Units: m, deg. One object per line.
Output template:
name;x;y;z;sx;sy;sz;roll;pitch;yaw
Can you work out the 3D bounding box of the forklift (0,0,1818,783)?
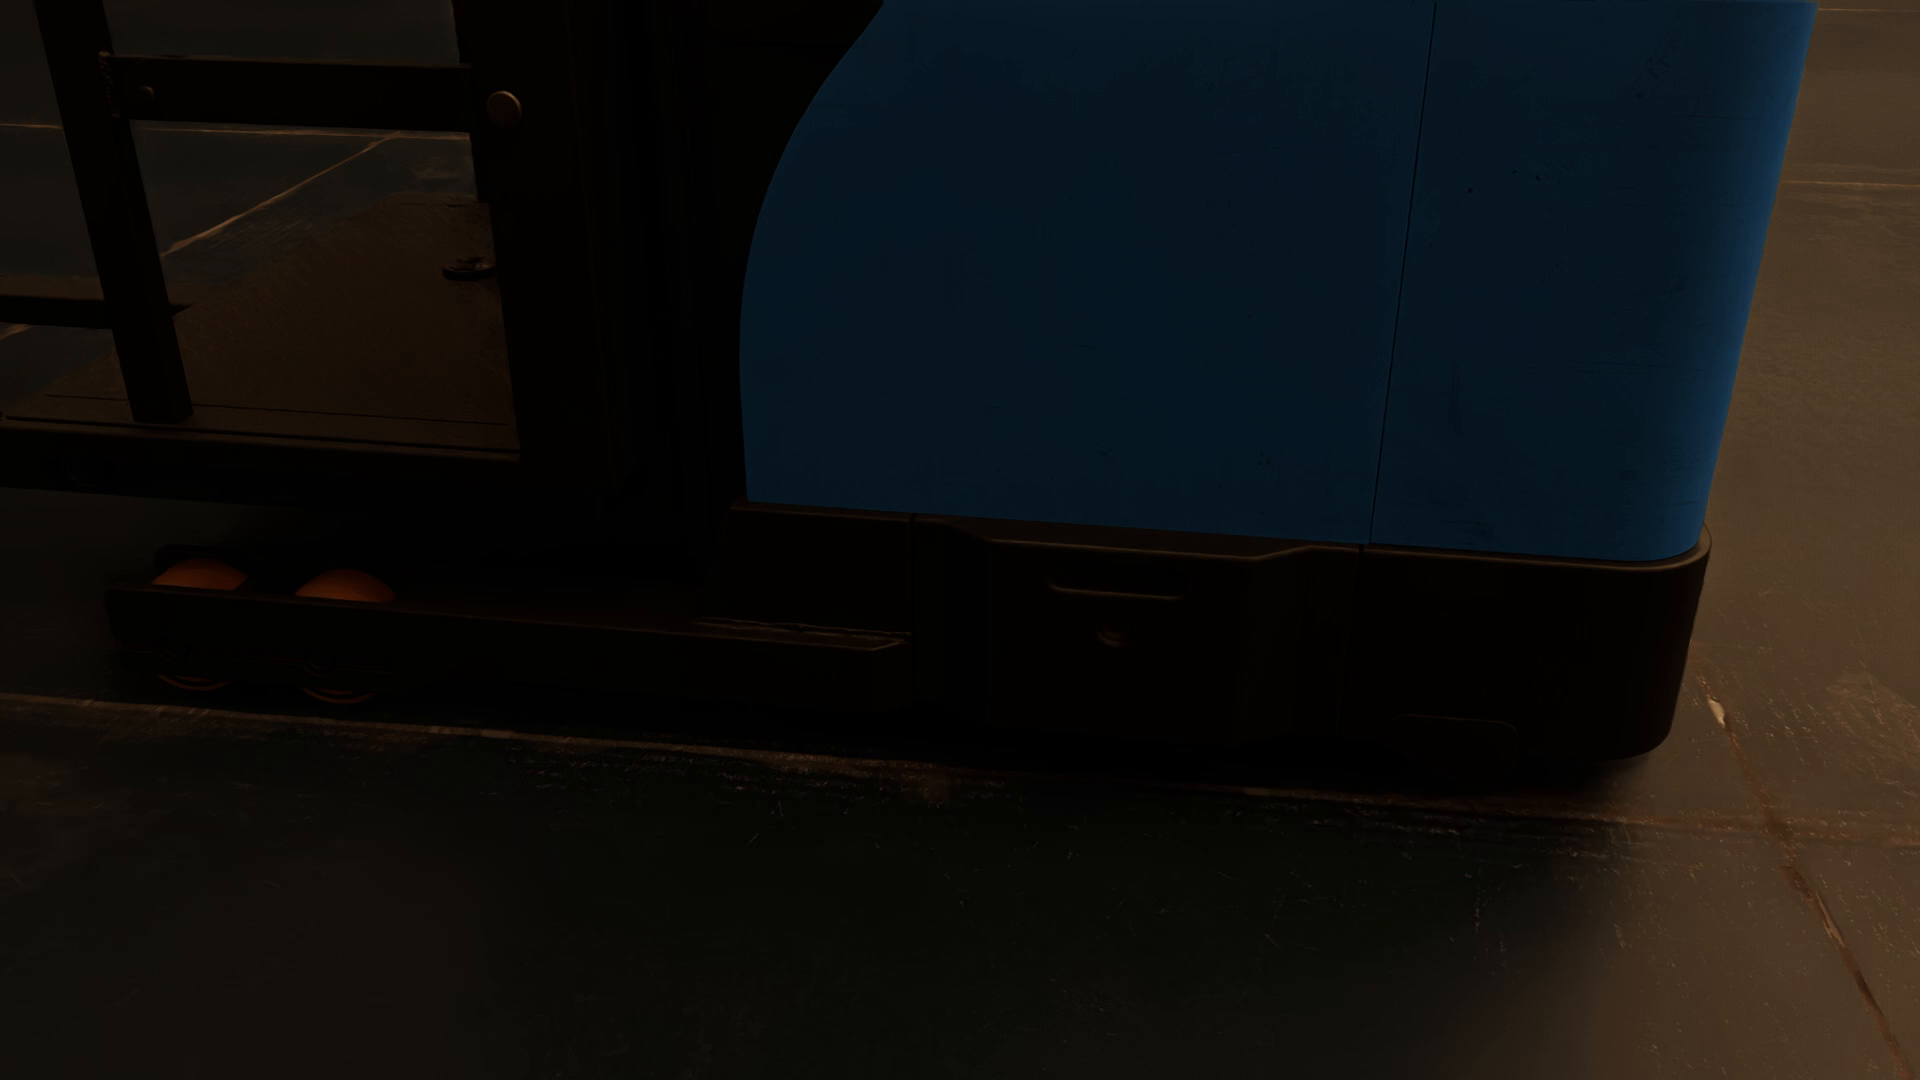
forklift;-0.609;-1.333;1.889;3.031;2.935;1.130;4;27;8
